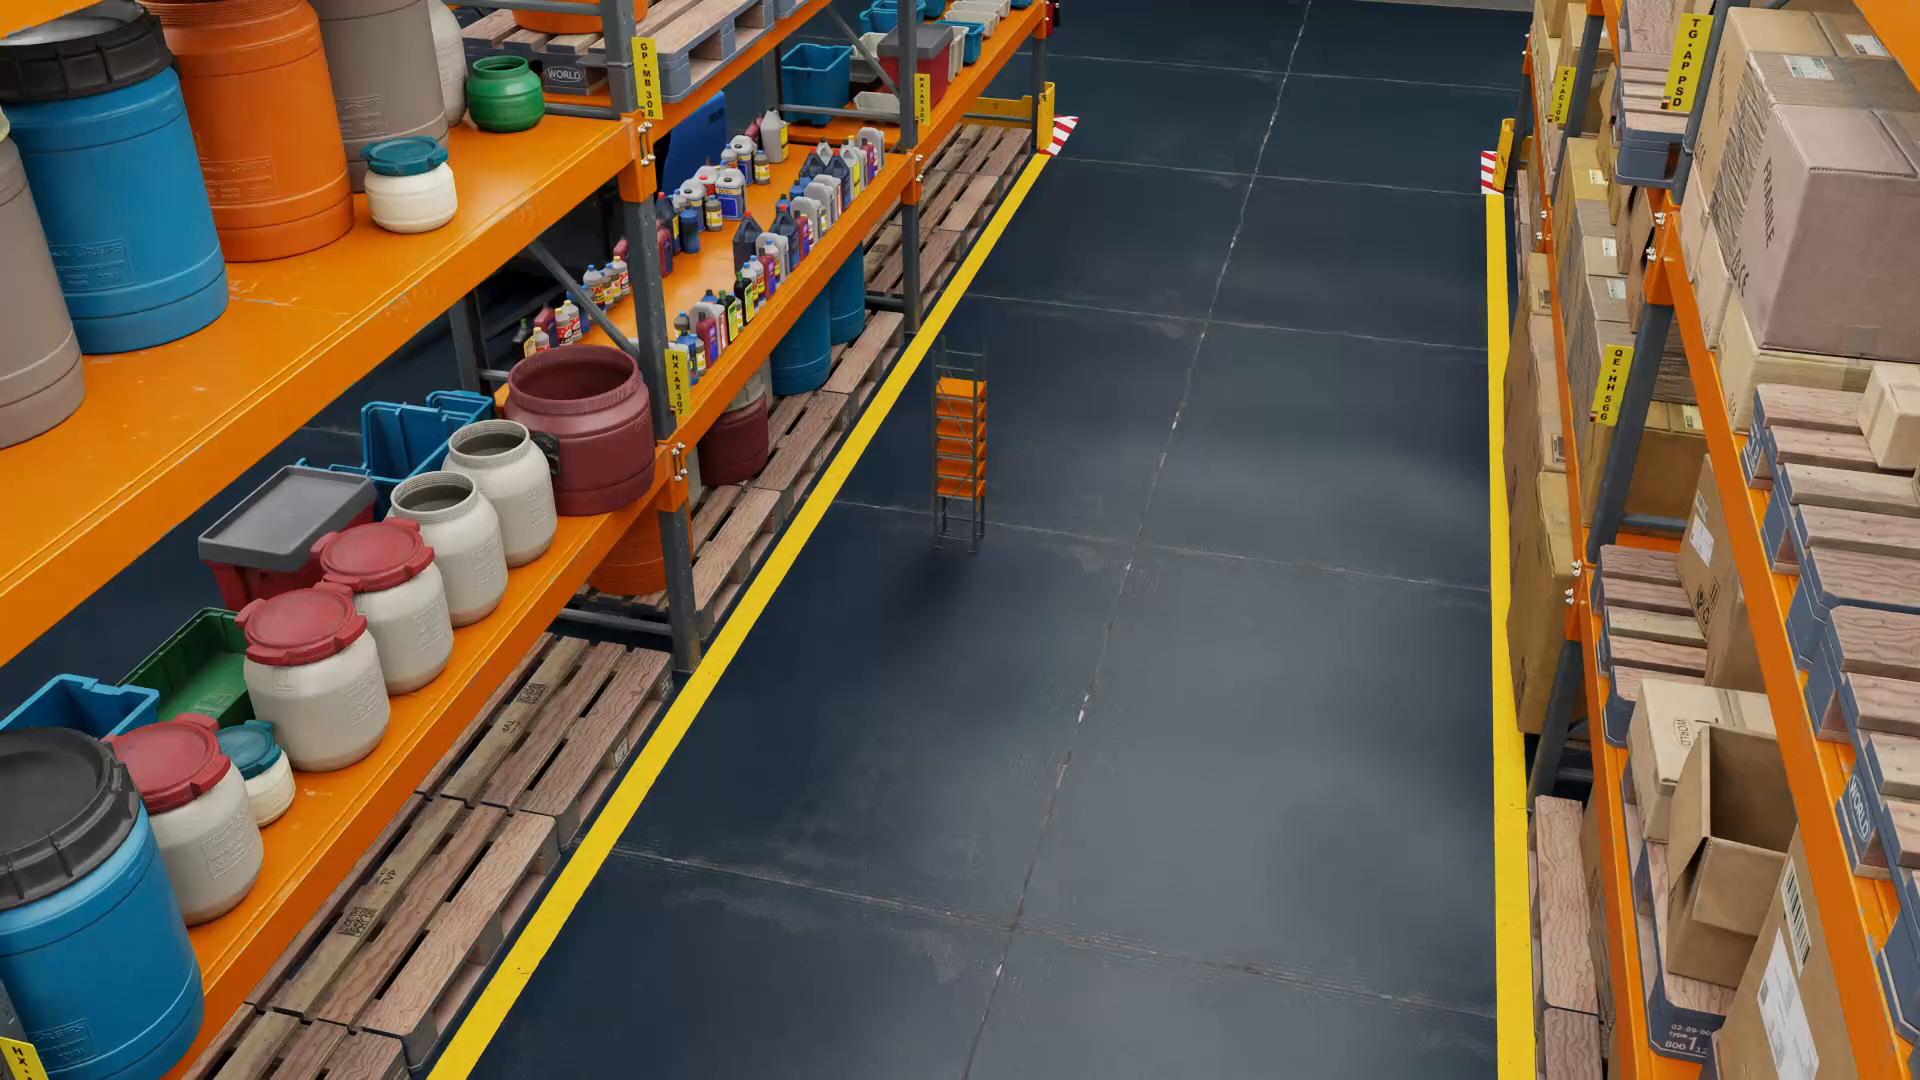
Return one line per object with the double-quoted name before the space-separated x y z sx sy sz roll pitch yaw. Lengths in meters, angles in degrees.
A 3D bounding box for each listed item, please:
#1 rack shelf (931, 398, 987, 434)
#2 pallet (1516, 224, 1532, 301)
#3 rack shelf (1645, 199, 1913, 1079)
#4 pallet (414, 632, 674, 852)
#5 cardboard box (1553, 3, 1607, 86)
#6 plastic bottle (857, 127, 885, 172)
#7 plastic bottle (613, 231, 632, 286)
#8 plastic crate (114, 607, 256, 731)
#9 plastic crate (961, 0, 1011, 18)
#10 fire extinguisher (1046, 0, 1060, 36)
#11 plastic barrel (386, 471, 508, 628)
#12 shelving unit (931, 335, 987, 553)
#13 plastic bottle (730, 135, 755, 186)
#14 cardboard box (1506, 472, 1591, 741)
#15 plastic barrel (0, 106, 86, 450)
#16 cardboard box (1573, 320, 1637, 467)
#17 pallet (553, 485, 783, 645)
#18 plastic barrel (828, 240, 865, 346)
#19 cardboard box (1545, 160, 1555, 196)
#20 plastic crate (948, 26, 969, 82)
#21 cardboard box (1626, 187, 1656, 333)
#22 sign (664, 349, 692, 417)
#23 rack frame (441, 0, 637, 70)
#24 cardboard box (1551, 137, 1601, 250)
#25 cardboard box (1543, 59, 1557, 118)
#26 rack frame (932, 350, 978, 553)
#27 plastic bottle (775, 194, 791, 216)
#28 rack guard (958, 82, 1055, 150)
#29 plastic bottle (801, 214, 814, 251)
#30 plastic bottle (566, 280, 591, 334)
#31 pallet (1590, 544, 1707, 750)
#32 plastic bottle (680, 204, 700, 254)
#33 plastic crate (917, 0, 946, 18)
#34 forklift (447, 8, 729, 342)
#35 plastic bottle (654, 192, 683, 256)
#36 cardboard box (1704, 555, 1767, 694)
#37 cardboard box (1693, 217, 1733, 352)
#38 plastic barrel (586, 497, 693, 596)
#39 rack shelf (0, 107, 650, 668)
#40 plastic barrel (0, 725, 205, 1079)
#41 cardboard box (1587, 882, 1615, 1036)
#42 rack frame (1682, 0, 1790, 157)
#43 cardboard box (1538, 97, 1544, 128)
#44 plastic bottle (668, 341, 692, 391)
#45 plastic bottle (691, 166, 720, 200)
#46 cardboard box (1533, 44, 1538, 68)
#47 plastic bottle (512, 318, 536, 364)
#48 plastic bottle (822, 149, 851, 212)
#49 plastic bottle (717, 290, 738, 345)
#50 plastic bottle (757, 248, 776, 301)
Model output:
"rack shelf" -0.004 -0.664 8.811 0.258 0.103 0.180 8 33 12
"pallet" 4.595 -1.941 12.107 1.003 0.211 1.213 8 33 12
"rack shelf" 2.496 0.052 4.246 1.077 0.370 4.000 8 33 12
"pallet" -2.021 0.876 7.675 1.003 0.211 1.213 8 33 12
"cardboard box" 4.008 -3.012 10.356 0.500 0.500 0.500 8 33 13
"plastic bottle" -0.559 -2.472 10.459 0.152 0.276 0.135 8 33 12
"plastic bottle" -1.807 -1.509 8.937 0.061 0.283 0.133 8 33 12
"plastic crate" -2.633 0.525 5.825 0.450 0.188 0.662 8 33 12
"plastic crate" 0.211 -4.315 13.432 0.396 0.136 0.243 8 33 12
"fire extinguisher" 0.721 -4.675 14.228 0.296 0.674 0.183 8 33 12
"plastic barrel" -1.948 0.037 6.292 0.421 0.512 0.421 0 32 0
"shelving unit" -0.004 -0.499 8.916 0.258 1.200 0.189 8 33 12
"plastic bottle" -1.351 -2.343 10.255 0.152 0.276 0.135 8 33 12
"cardboard box" 3.199 0.341 7.507 1.225 0.875 0.875 7 33 10
"plastic barrel" -2.717 -0.732 4.343 0.600 0.901 0.600 0 32 0
"cardboard box" 3.022 -0.613 7.325 0.500 0.500 0.500 8 33 12
"pallet" -1.627 0.064 8.952 1.003 0.211 1.213 8 33 12
"plastic barrel" -0.926 -1.785 10.826 0.600 0.901 0.708 8 33 12
"cardboard box" 3.779 -2.196 10.142 0.380 0.149 0.250 8 33 13
"plastic crate" -0.206 -3.516 12.039 0.437 0.282 0.530 8 33 12
"cardboard box" 3.373 -1.204 7.319 0.797 0.503 0.637 9 33 13
"sign" -1.253 -0.695 7.396 0.100 0.325 0.005 8 33 12
"rack frame" -1.787 -3.229 5.942 1.000 3.000 0.127 8 33 12
"cardboard box" 3.660 -1.937 9.407 0.500 0.500 0.500 8 33 13
"cardboard box" 4.135 -2.960 10.972 0.500 0.250 0.500 9 33 13
"rack frame" -0.027 -0.451 8.842 0.240 1.200 0.006 8 33 12
"plastic bottle" -0.998 -1.836 9.463 0.097 0.271 0.097 0 32 0
"rack guard" 0.237 -3.808 14.775 1.175 0.500 0.348 8 33 12
"plastic bottle" -0.876 -1.736 9.369 0.097 0.201 0.097 0 32 0
"plastic bottle" -1.942 -1.189 8.445 0.097 0.271 0.097 0 32 0
"pallet" 2.926 0.442 5.938 1.213 0.211 1.003 8 33 12
"plastic bottle" -1.518 -1.753 9.331 0.097 0.271 0.097 0 32 0
"plastic crate" -0.305 -4.379 13.442 0.416 0.233 0.300 8 33 12
"forklift" -2.829 -3.151 11.475 1.130 2.935 3.031 13 35 20
"plastic bottle" -1.646 -1.780 9.300 0.144 0.351 0.185 8 33 12
"cardboard box" 2.861 0.346 5.425 0.700 0.500 0.500 13 35 19
"cardboard box" 2.508 -0.750 4.978 0.500 0.250 0.500 9 33 14
"plastic barrel" -1.679 -0.215 8.424 0.600 0.830 0.708 8 33 12
"rack shelf" -2.295 -0.622 5.307 1.077 0.370 4.000 8 33 12
"plastic barrel" -2.411 1.007 4.402 0.600 0.901 0.708 8 33 12
"cardboard box" 2.725 1.486 6.037 0.700 0.500 0.500 5 33 8
"rack frame" 3.004 -2.555 4.881 1.000 3.000 0.127 8 33 12
"cardboard box" 4.105 -2.863 11.191 0.380 0.149 0.250 7 33 12
"plastic bottle" -1.365 -0.826 7.869 0.152 0.276 0.135 8 33 12
"plastic bottle" -1.493 -2.052 9.798 0.152 0.276 0.135 8 33 12
"cardboard box" 4.431 -3.528 12.237 0.380 0.149 0.250 8 33 12
"plastic bottle" -2.097 -0.916 8.004 0.061 0.283 0.133 8 33 12
"plastic bottle" -0.736 -2.135 9.858 0.144 0.351 0.185 8 33 12
"plastic bottle" -1.169 -1.132 8.344 0.061 0.283 0.133 8 33 12
"plastic bottle" -1.027 -1.422 8.800 0.061 0.283 0.133 8 33 12
